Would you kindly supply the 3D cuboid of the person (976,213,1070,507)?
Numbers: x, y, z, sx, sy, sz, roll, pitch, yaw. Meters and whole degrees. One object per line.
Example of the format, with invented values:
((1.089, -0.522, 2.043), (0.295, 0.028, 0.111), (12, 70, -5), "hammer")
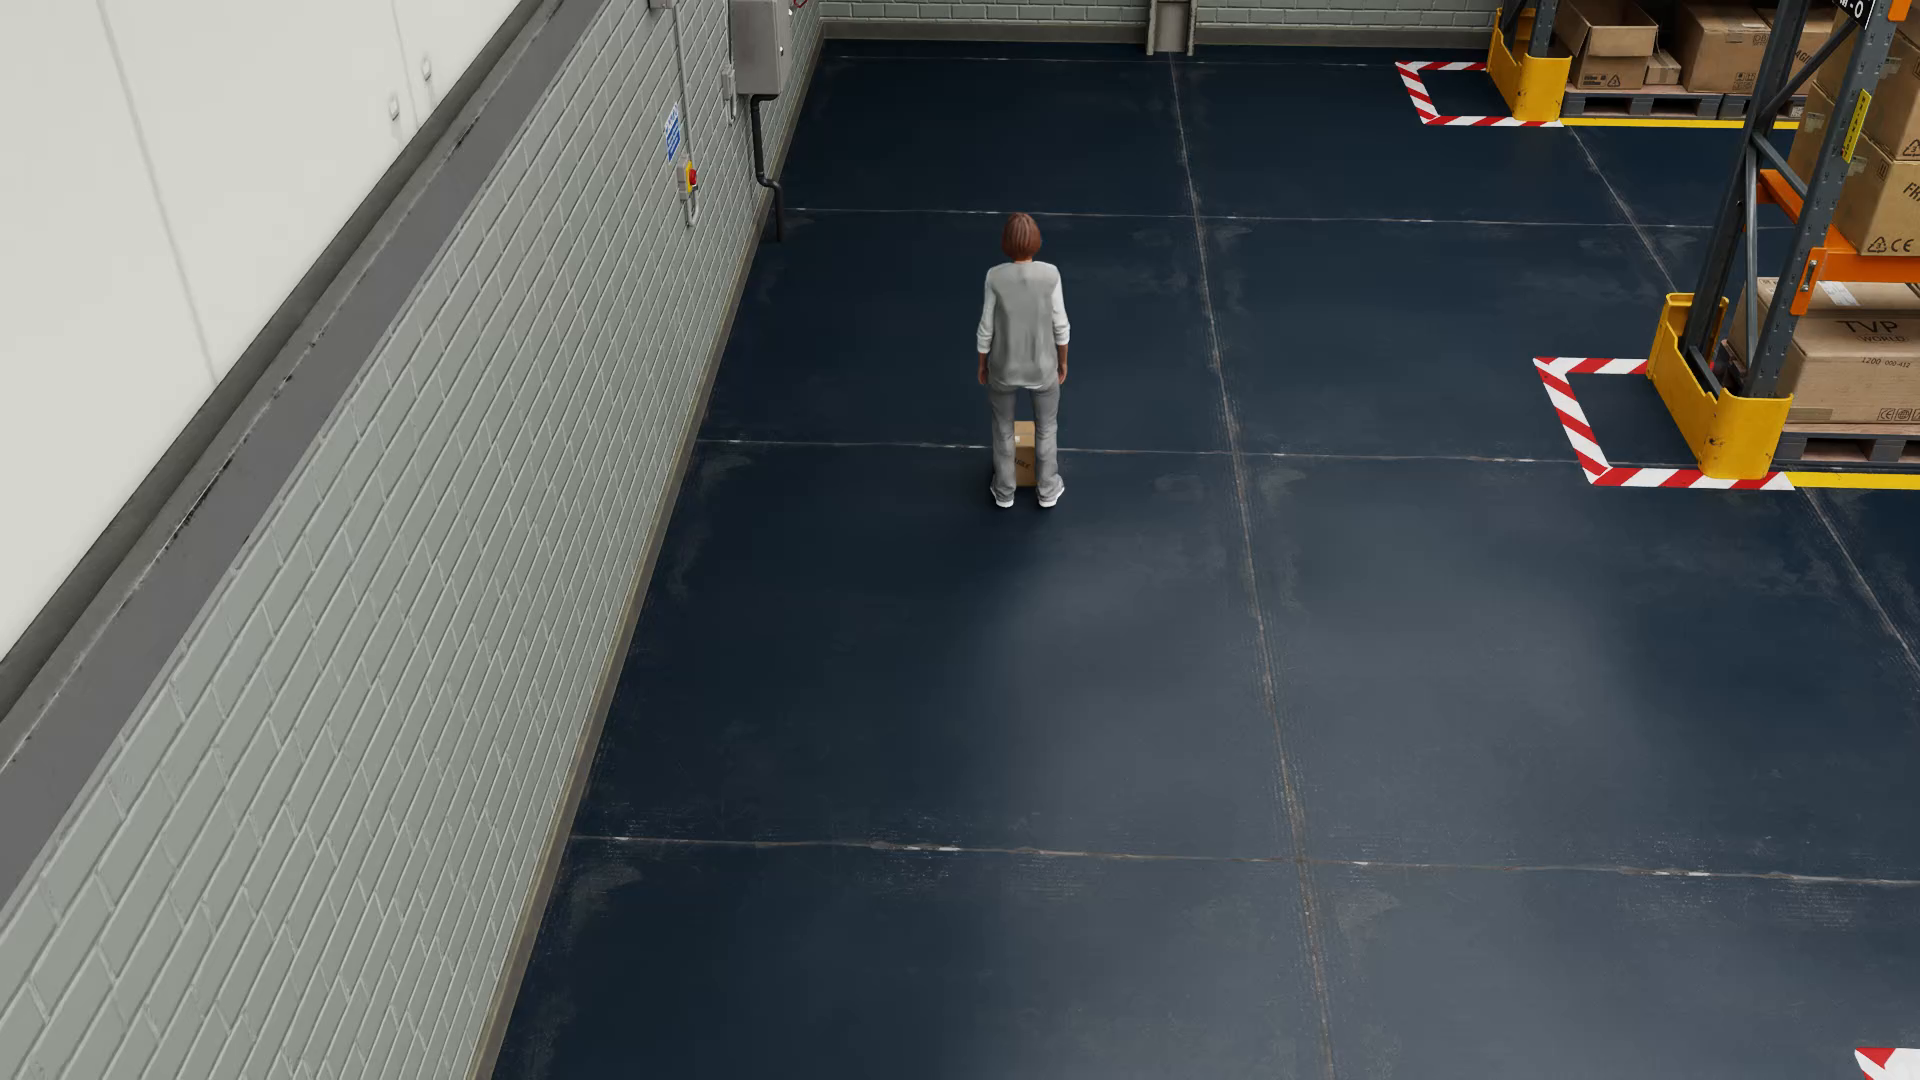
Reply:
((0.316, -0.854, 8.302), (0.474, 1.580, 0.346), (0, 36, -1), "person")
